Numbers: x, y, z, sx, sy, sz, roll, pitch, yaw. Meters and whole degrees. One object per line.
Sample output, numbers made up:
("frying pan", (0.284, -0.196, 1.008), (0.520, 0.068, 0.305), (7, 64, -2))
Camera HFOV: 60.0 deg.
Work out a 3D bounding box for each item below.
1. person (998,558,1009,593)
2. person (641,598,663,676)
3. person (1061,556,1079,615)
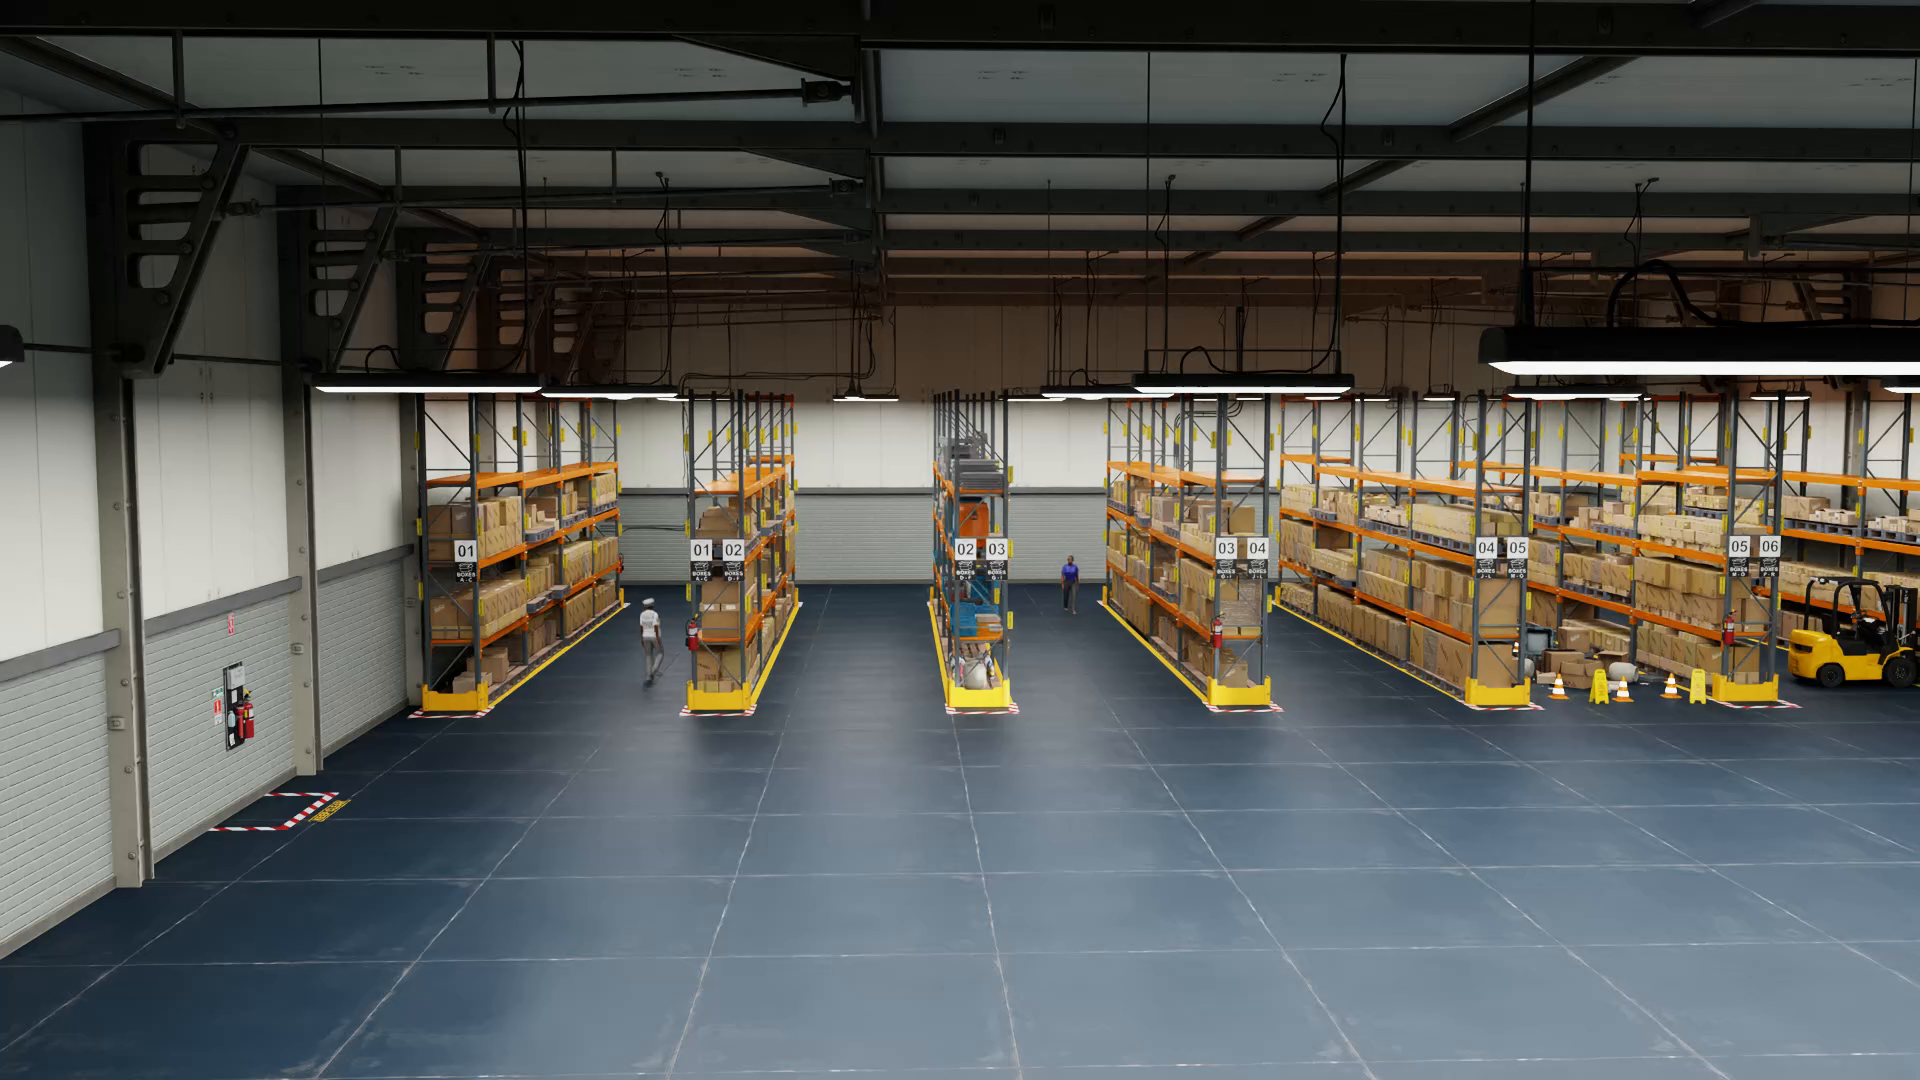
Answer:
("person", (1.244, 0.842, 49.628), (0.492, 1.575, 1.065), (0, 5, -5))
("person", (-6.443, 2.020, 34.647), (0.452, 1.606, 0.446), (0, 5, 6))
("person", (3.007, 1.219, 45.295), (0.515, 1.591, 1.031), (0, 5, -4))
